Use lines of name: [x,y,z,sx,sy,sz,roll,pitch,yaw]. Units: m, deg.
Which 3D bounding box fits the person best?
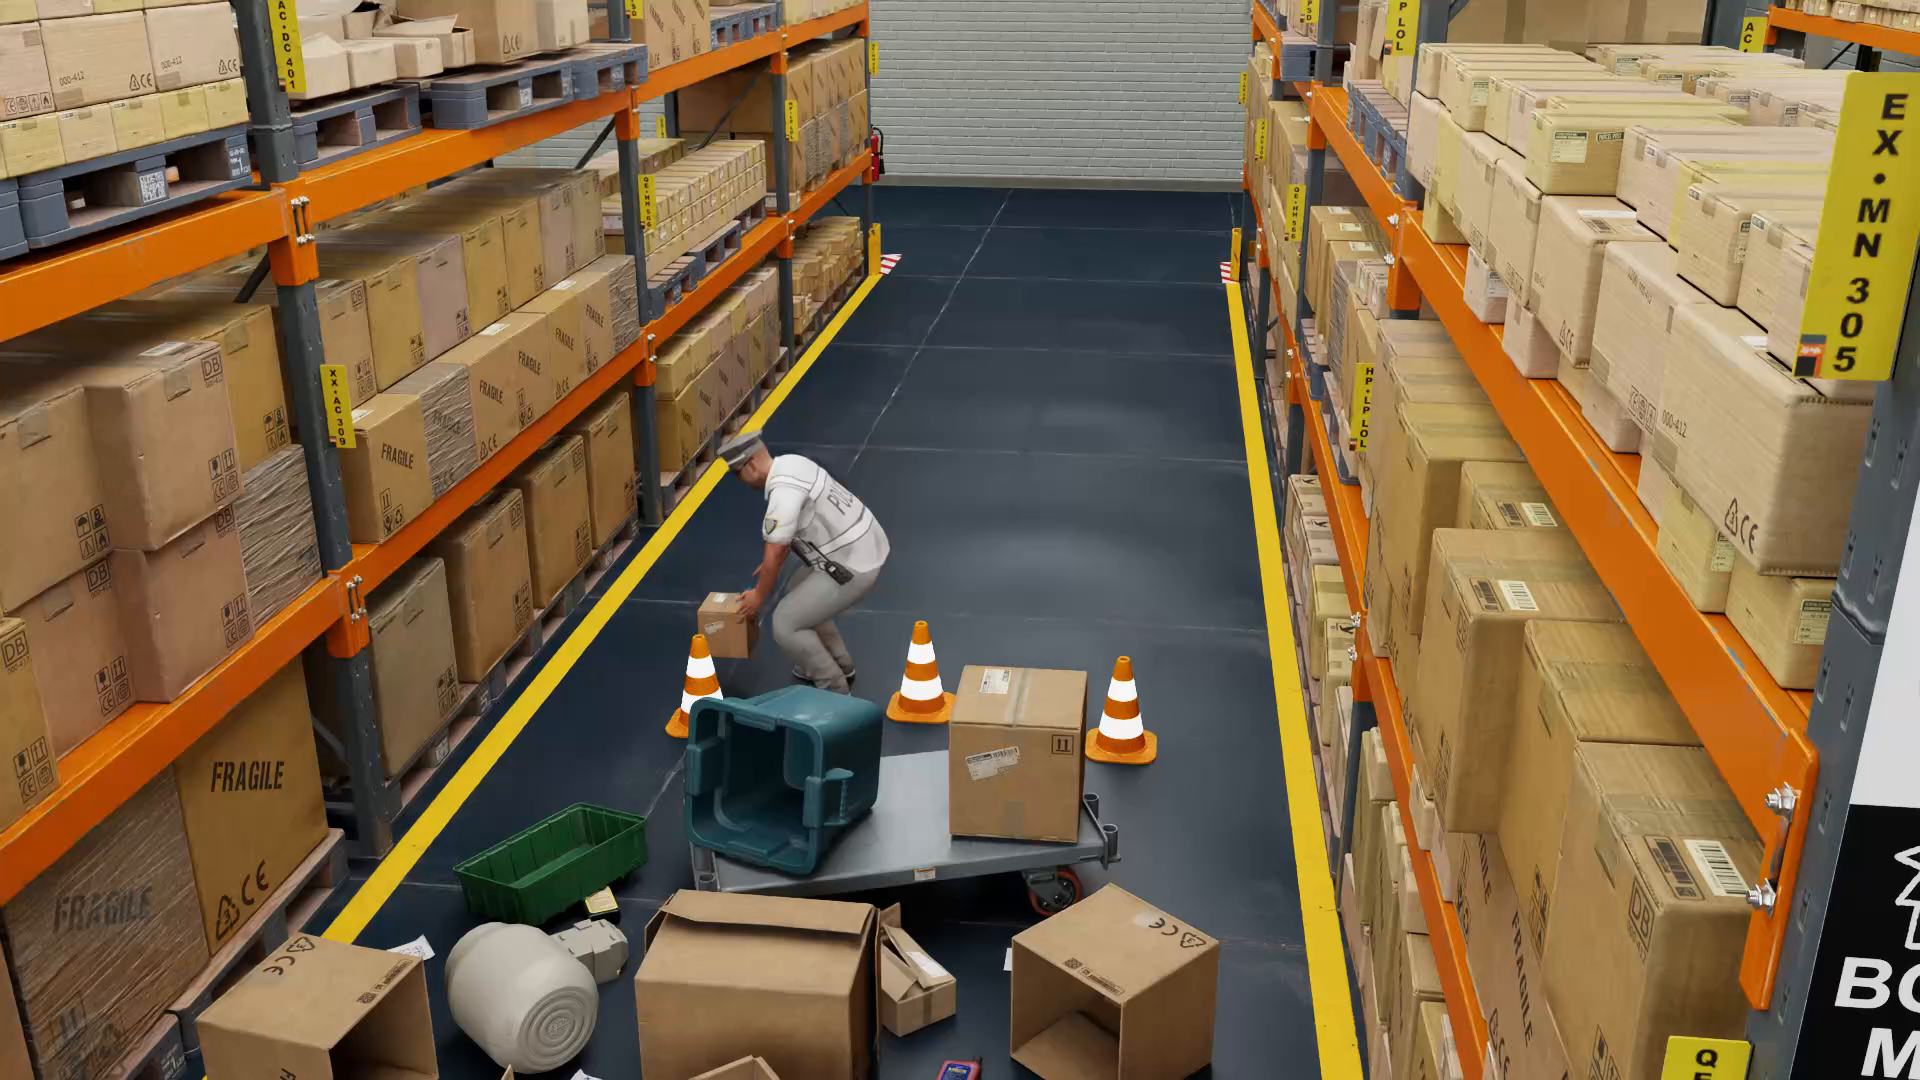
person: [-0.798,0.205,8.296,0.891,1.215,0.577,2,21,6]
